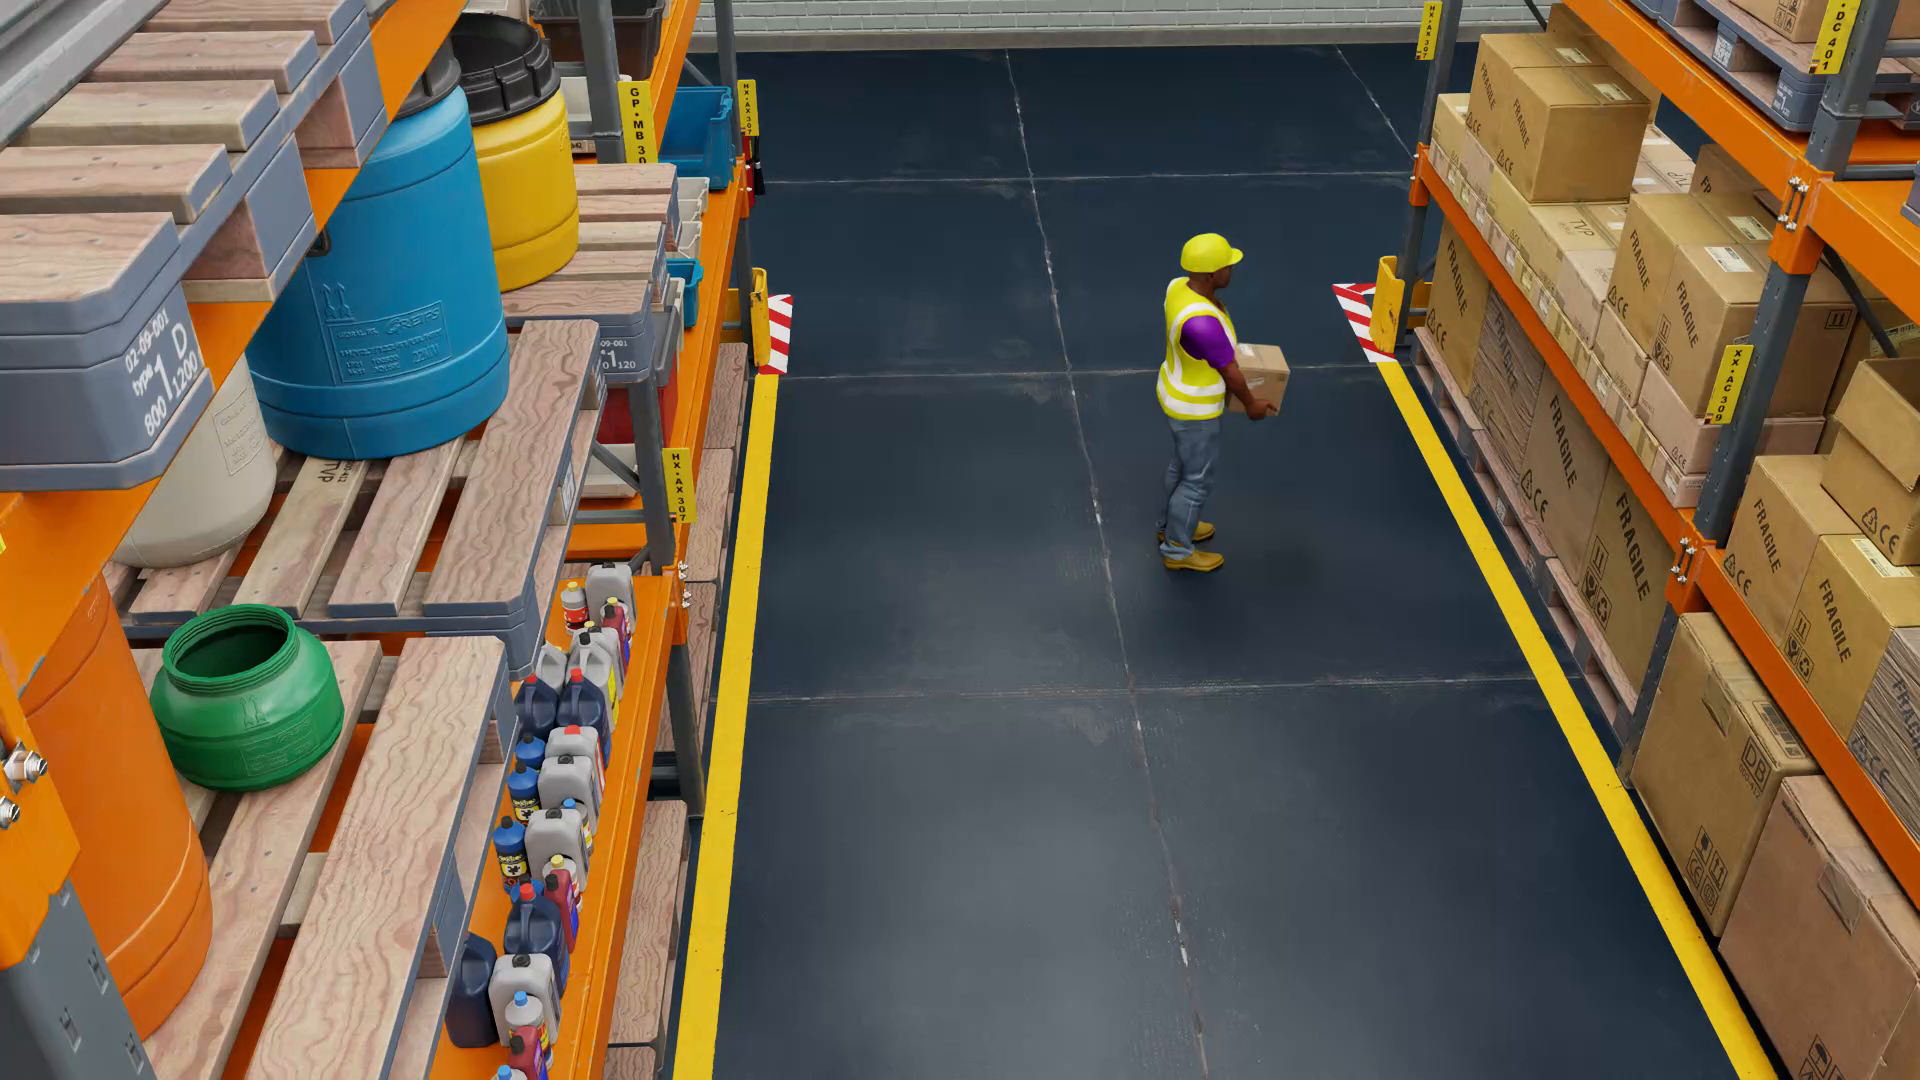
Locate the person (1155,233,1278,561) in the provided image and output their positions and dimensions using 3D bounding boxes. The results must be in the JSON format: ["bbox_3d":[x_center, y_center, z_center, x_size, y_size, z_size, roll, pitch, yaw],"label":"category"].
[{"bbox_3d":[1.247,-0.705,8.128,0.560,1.702,0.473,-2,35,-3],"label":"person"}]
